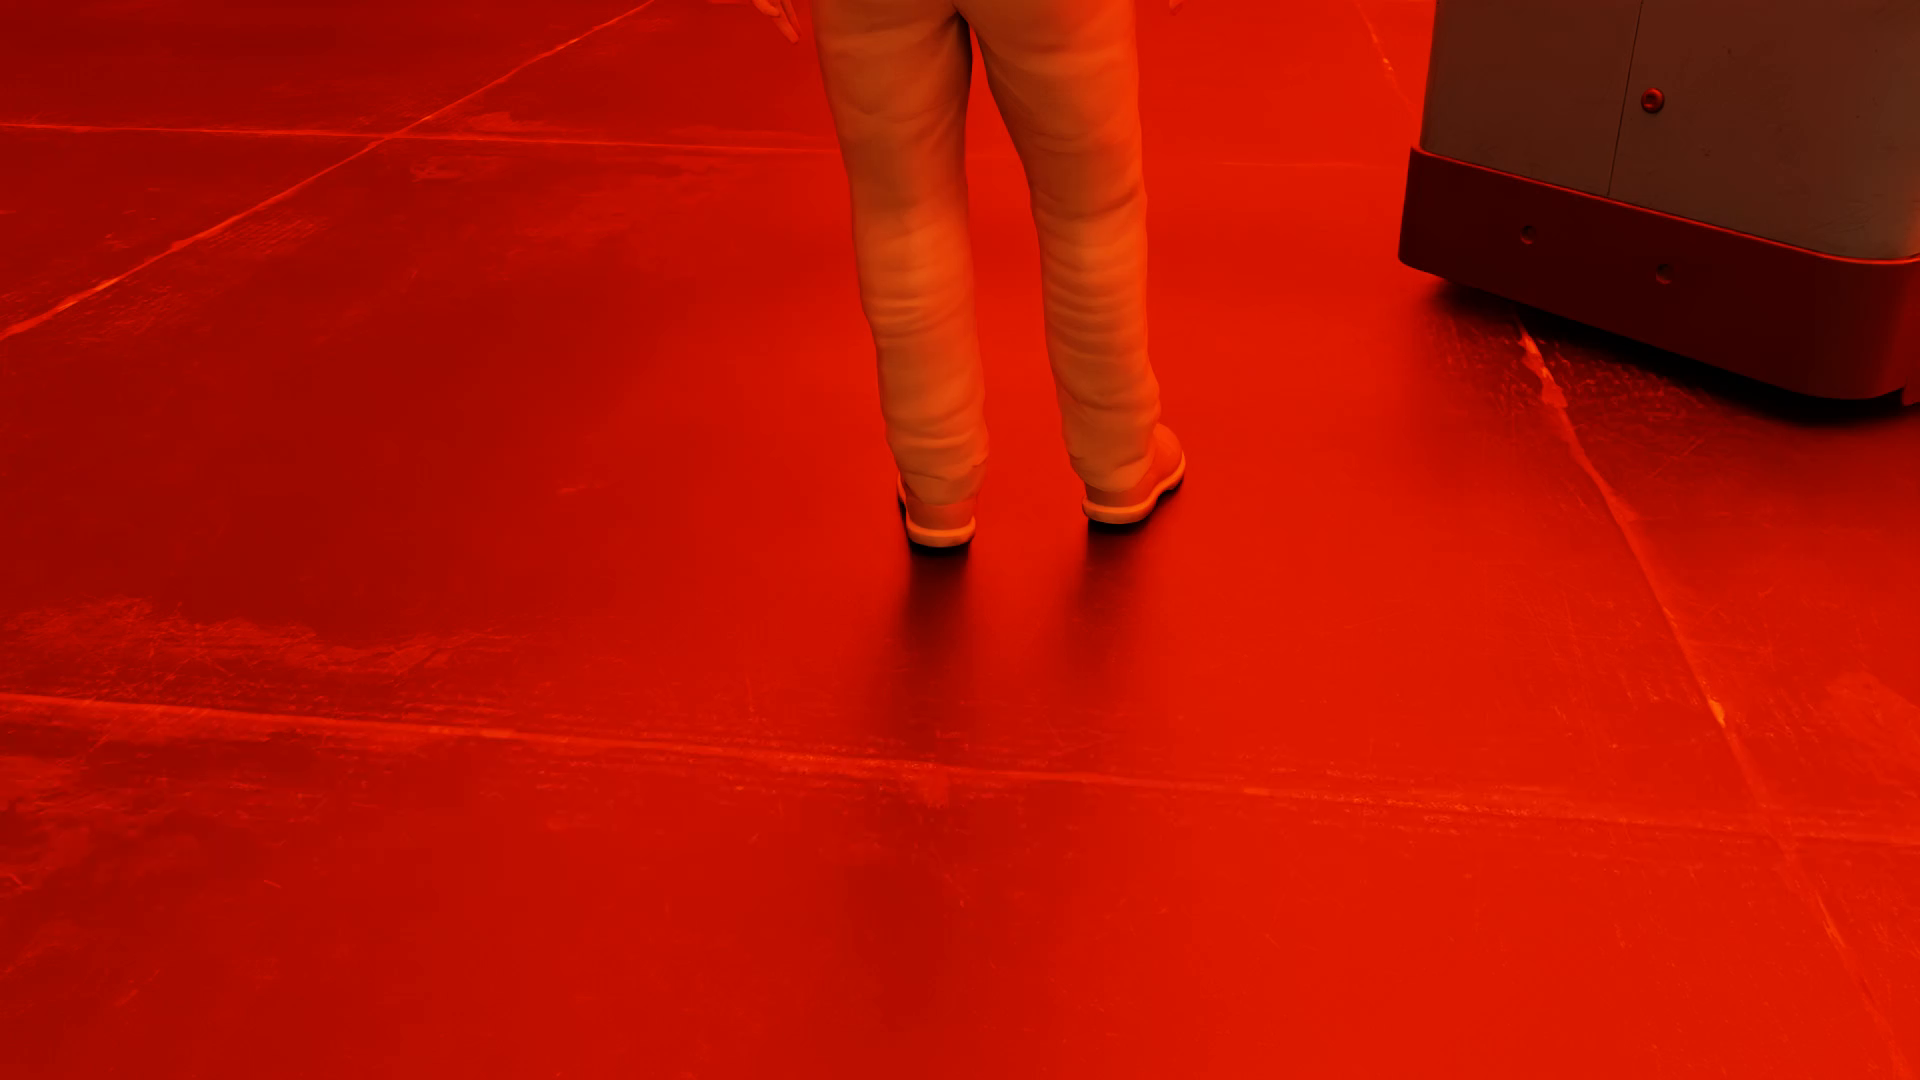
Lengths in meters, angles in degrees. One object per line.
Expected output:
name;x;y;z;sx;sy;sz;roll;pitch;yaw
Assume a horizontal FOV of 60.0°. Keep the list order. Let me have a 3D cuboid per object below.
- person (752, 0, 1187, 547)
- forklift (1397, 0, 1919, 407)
person;0.022;-0.837;2.166;0.640;1.781;0.575;3;27;7
forklift;2.438;-2.038;3.301;3.031;2.935;1.130;-17;31;-30
